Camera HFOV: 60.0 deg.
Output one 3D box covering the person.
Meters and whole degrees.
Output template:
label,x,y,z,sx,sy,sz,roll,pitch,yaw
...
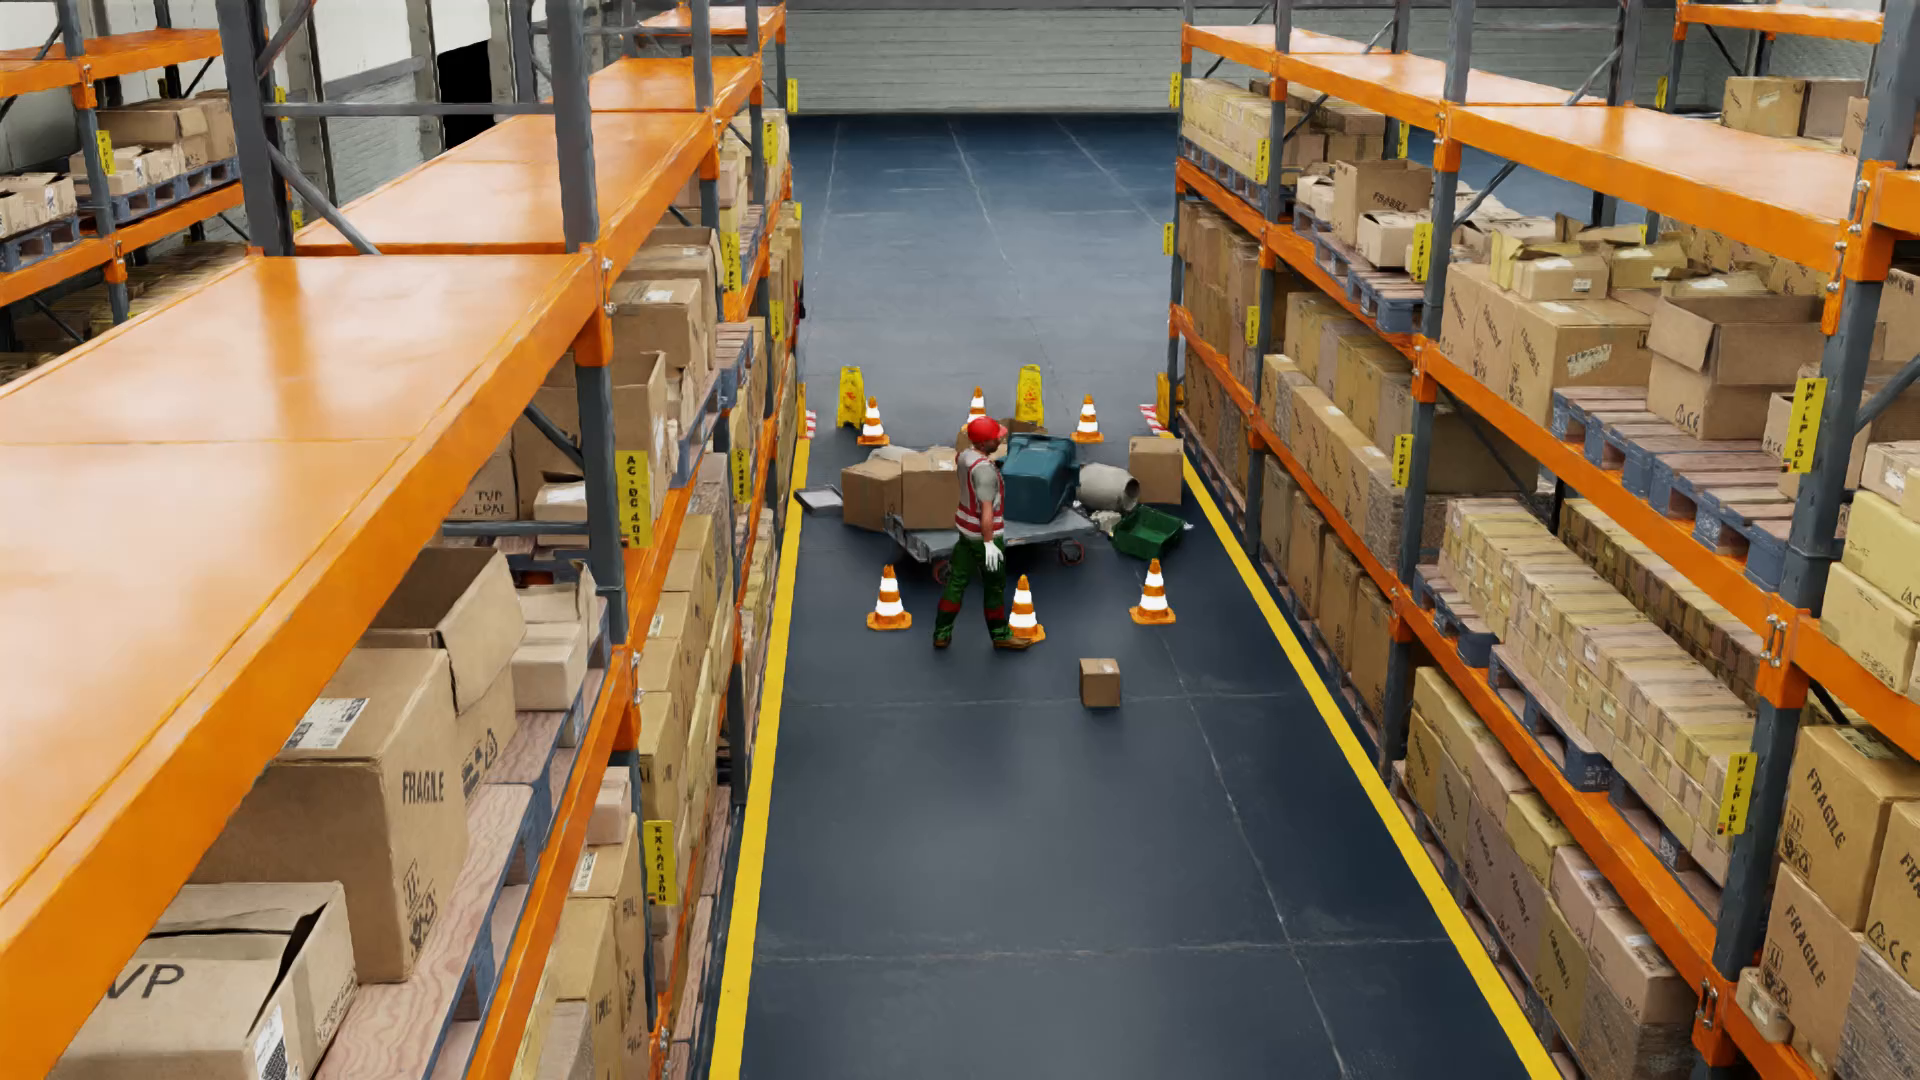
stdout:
label,x,y,z,sx,sy,sz,roll,pitch,yaw
person,0.175,-0.034,11.996,0.680,1.783,0.741,-9,22,-22
